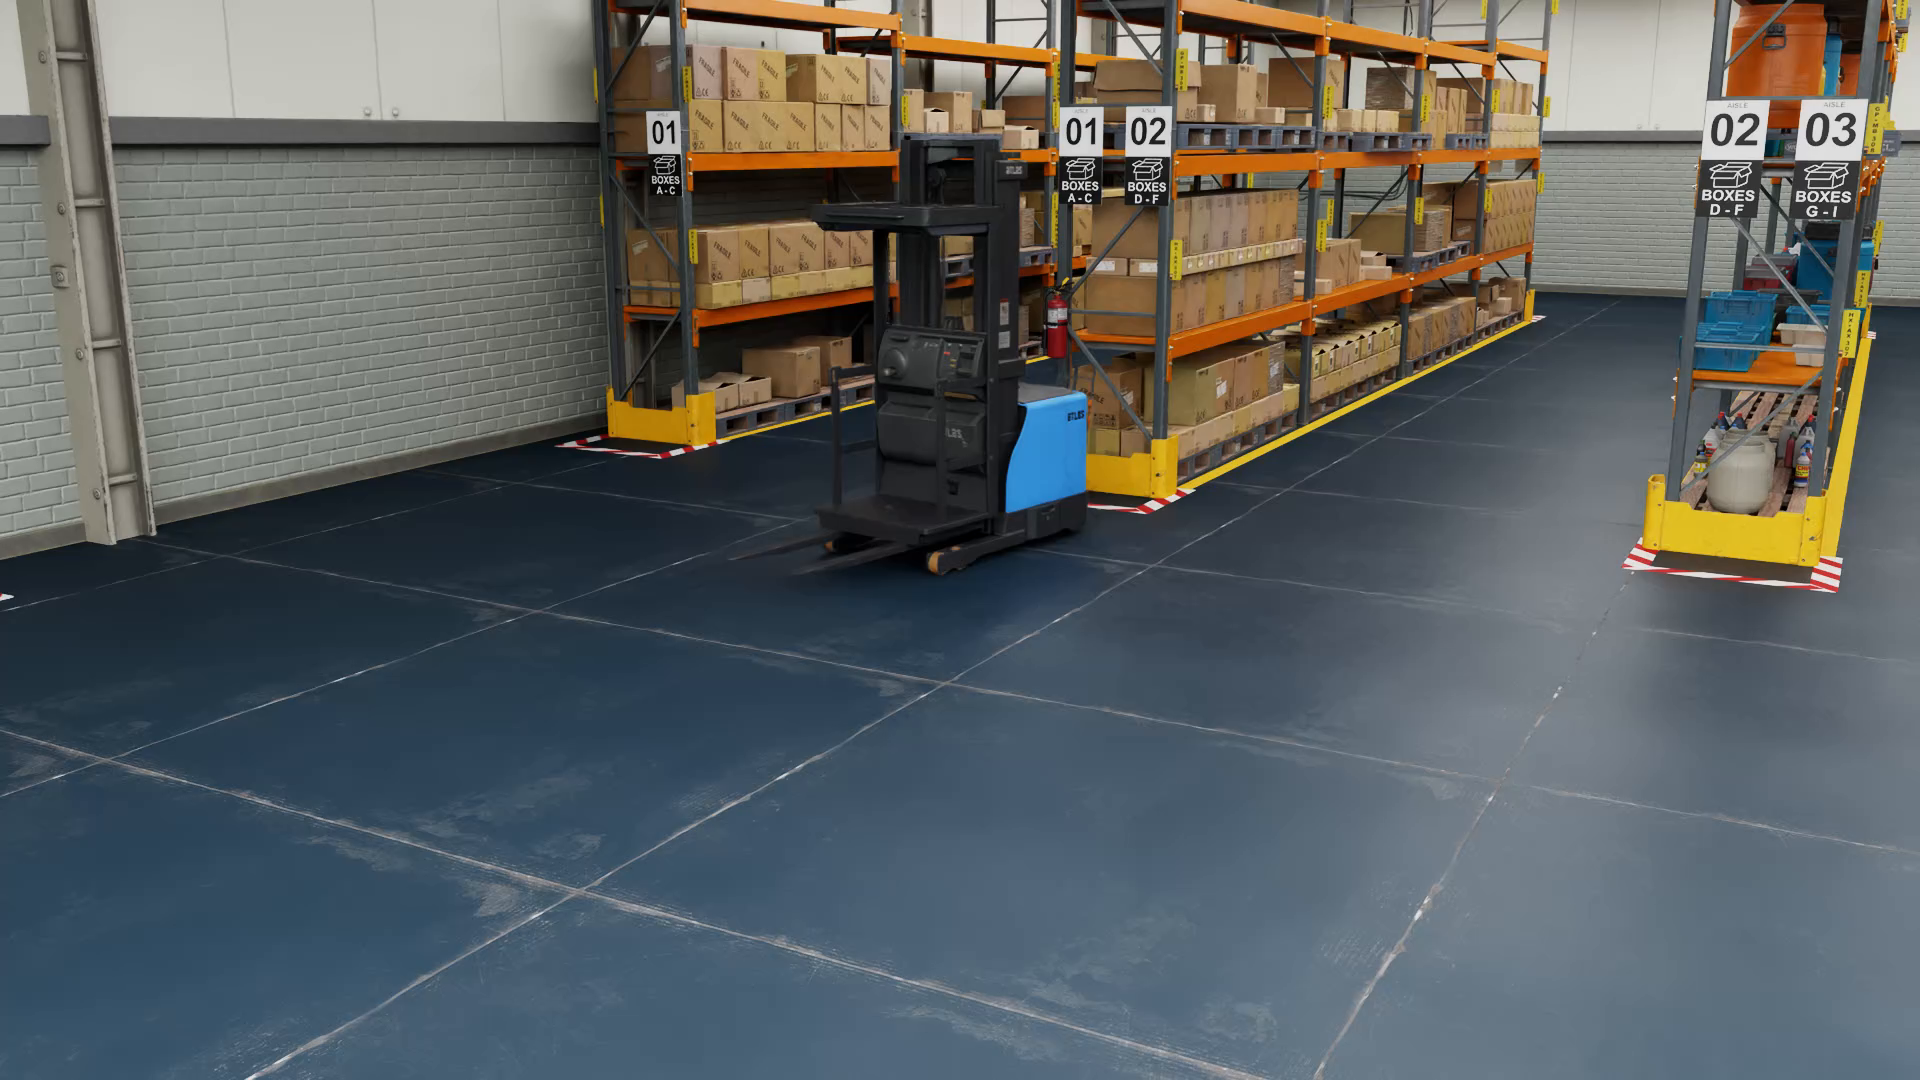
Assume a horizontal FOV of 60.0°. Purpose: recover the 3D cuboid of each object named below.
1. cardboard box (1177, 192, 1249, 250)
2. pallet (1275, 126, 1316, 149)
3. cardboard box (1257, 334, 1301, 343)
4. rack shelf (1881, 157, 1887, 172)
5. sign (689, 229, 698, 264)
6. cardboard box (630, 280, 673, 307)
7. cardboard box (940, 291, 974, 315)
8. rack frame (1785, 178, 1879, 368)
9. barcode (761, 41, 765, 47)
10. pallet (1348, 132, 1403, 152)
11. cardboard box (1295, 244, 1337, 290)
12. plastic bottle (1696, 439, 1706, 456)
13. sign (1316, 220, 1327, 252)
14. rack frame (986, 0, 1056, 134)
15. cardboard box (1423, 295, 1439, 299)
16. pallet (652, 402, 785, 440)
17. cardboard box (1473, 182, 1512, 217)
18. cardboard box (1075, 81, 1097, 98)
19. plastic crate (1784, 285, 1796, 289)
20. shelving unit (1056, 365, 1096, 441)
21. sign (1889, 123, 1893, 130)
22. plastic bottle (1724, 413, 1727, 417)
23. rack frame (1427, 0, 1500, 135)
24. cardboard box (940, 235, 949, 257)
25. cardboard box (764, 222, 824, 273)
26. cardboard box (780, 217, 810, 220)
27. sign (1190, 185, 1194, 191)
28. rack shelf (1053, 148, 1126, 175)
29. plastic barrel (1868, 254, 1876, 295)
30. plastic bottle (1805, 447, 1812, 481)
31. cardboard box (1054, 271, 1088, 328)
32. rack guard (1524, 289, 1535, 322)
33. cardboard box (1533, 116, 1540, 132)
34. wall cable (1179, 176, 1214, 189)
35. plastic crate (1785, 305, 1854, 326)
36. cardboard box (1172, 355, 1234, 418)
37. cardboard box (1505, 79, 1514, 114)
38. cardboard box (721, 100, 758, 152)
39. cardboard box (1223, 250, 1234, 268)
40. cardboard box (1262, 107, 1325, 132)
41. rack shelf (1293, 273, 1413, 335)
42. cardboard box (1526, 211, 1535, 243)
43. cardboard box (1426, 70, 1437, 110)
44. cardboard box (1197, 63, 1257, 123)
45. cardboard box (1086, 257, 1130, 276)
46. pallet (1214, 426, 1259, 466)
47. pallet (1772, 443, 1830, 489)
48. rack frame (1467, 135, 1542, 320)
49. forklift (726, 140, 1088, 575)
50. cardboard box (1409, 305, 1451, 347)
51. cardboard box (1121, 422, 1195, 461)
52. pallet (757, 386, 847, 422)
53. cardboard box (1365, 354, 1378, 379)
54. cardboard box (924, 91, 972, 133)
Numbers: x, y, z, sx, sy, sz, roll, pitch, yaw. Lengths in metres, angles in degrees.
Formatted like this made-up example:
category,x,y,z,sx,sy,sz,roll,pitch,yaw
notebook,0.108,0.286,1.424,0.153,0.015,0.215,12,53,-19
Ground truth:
category,x,y,z,sx,sy,sz,roll,pitch,yaw
cardboard box,2.289,-3.006,15.621,0.700,0.500,0.500,7,15,28
pallet,2.836,-3.965,16.368,1.003,0.211,1.213,7,15,28
cardboard box,3.660,-2.193,19.003,0.500,0.311,0.500,7,15,28
rack shelf,12.395,-5.326,23.359,1.077,0.370,4.000,7,15,28
sign,-2.571,-2.827,16.011,0.100,0.325,0.005,7,15,28
cardboard box,-2.990,-2.522,16.872,0.500,0.250,0.500,8,16,29
cardboard box,-0.056,-3.102,21.796,0.500,0.250,0.500,7,15,28
rack frame,11.428,-3.807,21.924,1.000,3.000,0.127,7,15,28
barcode,-2.161,-5.433,18.217,0.001,0.075,0.075,7,15,28
pallet,4.372,-4.535,18.949,1.003,0.211,1.213,8,16,31
cardboard box,3.866,-3.040,18.529,0.500,0.500,0.500,9,16,32
plastic bottle,6.171,-0.691,13.856,0.061,0.283,0.133,8,16,29
sign,3.713,-3.124,17.077,0.100,0.325,0.005,7,15,28
rack frame,0.822,-7.025,22.473,1.000,3.000,0.127,7,15,28
cardboard box,6.646,-3.296,24.199,0.500,0.500,0.500,7,15,26
pallet,-2.585,-1.290,17.434,1.003,0.211,1.213,7,15,28
cardboard box,8.065,-5.180,25.271,0.500,0.500,0.500,7,15,26
cardboard box,1.961,-6.734,24.913,0.500,0.250,0.500,7,15,26
plastic crate,8.155,-2.452,16.755,0.450,0.188,0.662,7,15,28
shelving unit,0.852,-0.766,13.117,0.189,1.200,0.258,-1,11,-38
sign,9.979,-4.333,17.928,0.100,0.325,0.005,7,15,28
plastic bottle,7.023,-1.037,15.319,0.097,0.271,0.097,0,14,0
rack frame,7.093,-7.285,23.552,1.000,3.000,0.127,7,15,28
cardboard box,-0.560,-3.765,20.598,0.700,0.500,0.500,9,16,34
cardboard box,-1.810,-3.145,17.858,0.500,0.500,0.500,8,16,30
cardboard box,-1.776,-3.411,18.959,0.500,0.500,0.500,7,15,28
sign,4.206,-6.273,30.139,0.100,0.325,0.005,7,15,28
rack shelf,1.788,-5.627,24.611,1.077,0.370,4.000,7,15,28
plastic barrel,9.535,-2.923,17.967,0.600,0.536,0.708,7,15,28
plastic bottle,6.901,-0.619,13.559,0.061,0.283,0.133,8,16,29
cardboard box,1.721,-3.583,24.685,0.750,0.750,0.750,7,15,28
rack guard,8.990,-3.959,27.887,1.175,0.500,0.348,7,15,28
cardboard box,9.002,-6.684,26.709,0.500,0.250,0.500,7,15,28
wall cable,4.480,-6.614,31.399,0.084,1.984,1.851,7,15,28
plastic crate,7.263,-1.835,14.064,0.499,0.251,0.616,7,15,28
cardboard box,2.217,-1.431,15.438,0.500,0.500,0.500,7,15,28
cardboard box,7.897,-6.656,24.994,0.700,0.500,0.500,7,15,28
cardboard box,-2.374,-4.130,16.610,0.500,0.500,0.500,9,16,32
cardboard box,2.291,-2.591,15.285,0.380,0.149,0.250,7,15,27
cardboard box,3.532,-4.442,17.584,0.500,0.250,0.500,9,16,34
rack shelf,4.193,-2.788,19.233,1.077,0.370,4.000,7,15,28
cardboard box,9.049,-5.115,27.138,0.500,0.500,0.500,8,16,30
cardboard box,5.869,-5.839,21.607,0.500,0.500,0.500,7,15,28
cardboard box,2.334,-3.996,14.899,0.500,0.500,0.500,7,15,28
cardboard box,1.310,-2.371,14.370,0.380,0.149,0.250,7,15,27
pallet,2.216,-0.962,16.074,1.003,0.211,1.213,7,15,28
pallet,7.199,-0.677,14.891,1.003,0.211,1.213,7,15,28
rack frame,9.027,-5.189,27.659,1.000,3.000,0.127,7,15,28
forklift,-0.343,-1.310,11.715,1.130,2.935,3.031,11,17,38
cardboard box,6.373,-2.926,22.665,0.500,0.500,0.500,7,15,26
cardboard box,1.746,-0.859,14.668,0.500,0.250,0.500,7,15,28
pallet,-1.995,-1.539,18.468,1.003,0.211,1.213,7,15,28
cardboard box,4.627,-2.071,19.695,0.500,0.250,0.500,8,16,29
cardboard box,-0.182,-5.355,20.837,0.500,0.500,0.500,7,15,26
